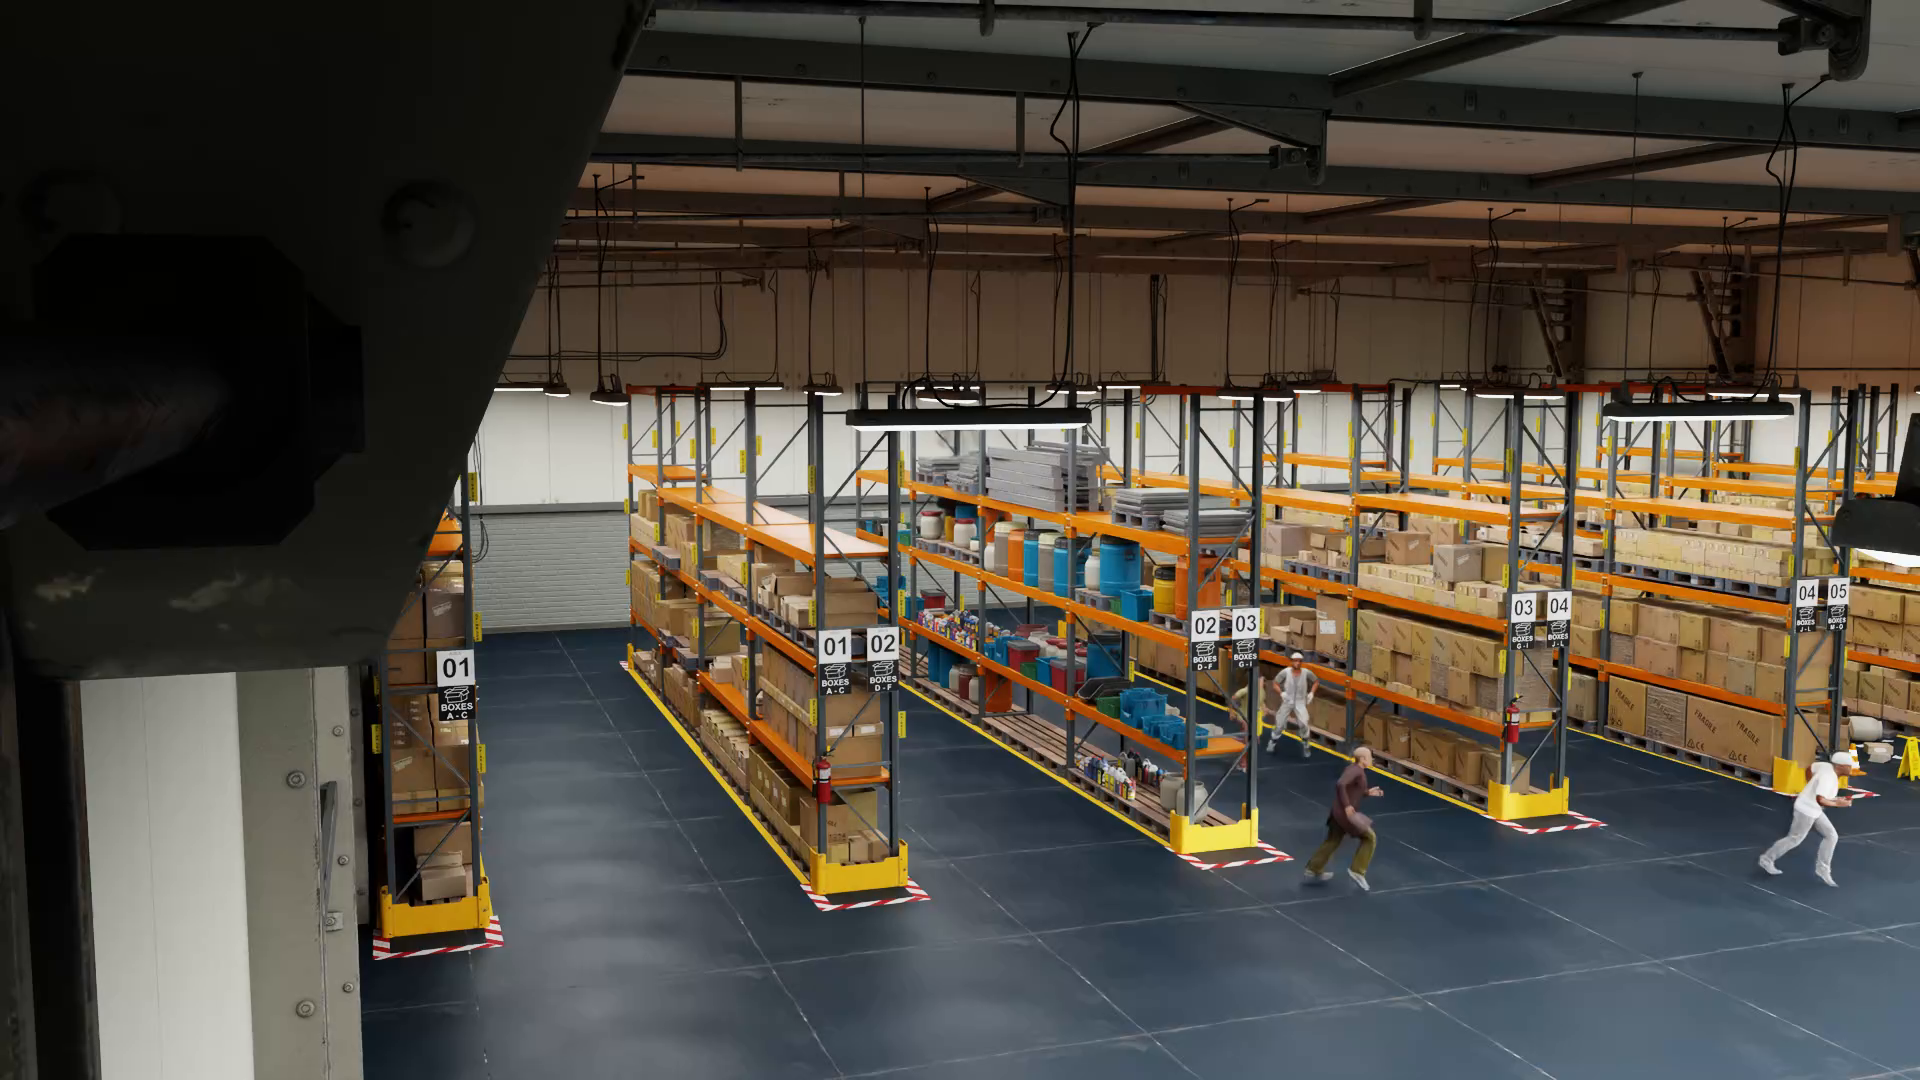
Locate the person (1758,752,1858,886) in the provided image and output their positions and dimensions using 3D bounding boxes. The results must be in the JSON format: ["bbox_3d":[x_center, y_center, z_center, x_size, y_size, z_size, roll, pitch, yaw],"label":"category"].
[{"bbox_3d":[10.452,3.417,20.519,1.031,1.714,0.747,3,7,29],"label":"person"}]

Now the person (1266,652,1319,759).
[{"bbox_3d":[5.443,2.677,27.131,0.829,1.730,0.684,0,6,4],"label":"person"}]

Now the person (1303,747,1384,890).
[{"bbox_3d":[4.709,3.394,20.323,0.982,1.764,0.745,1,6,5],"label":"person"}]

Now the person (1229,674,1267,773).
[{"bbox_3d":[4.528,2.858,26.153,0.572,1.599,0.690,-5,8,-39],"label":"person"}]
